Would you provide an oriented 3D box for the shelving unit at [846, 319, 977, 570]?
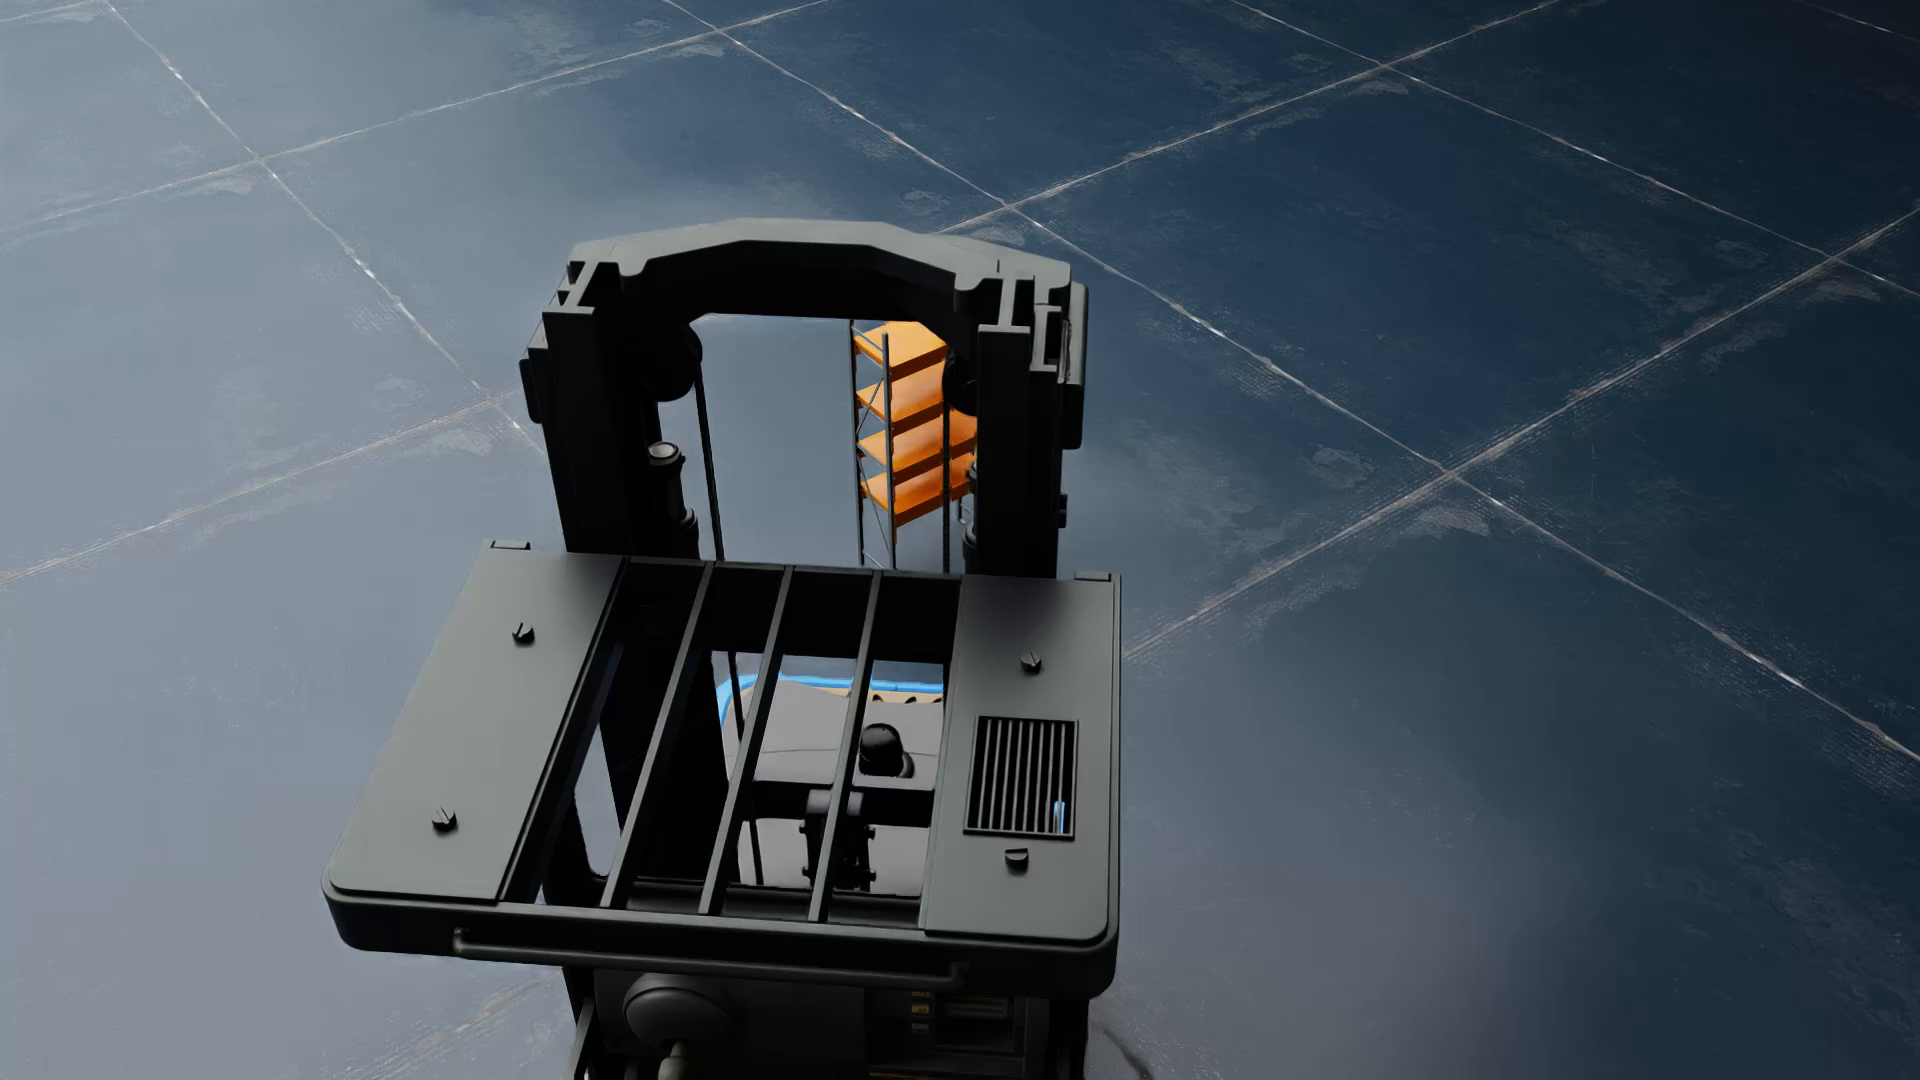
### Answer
[{"bbox_3d":[-0.131,-0.400,6.291,0.503,1.200,0.258,-26,46,-28],"label":"shelving unit"}]

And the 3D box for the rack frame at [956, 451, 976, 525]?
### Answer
[{"bbox_3d":[0.062,-0.494,6.406,0.015,1.200,0.240,-26,46,-28],"label":"rack frame"}]

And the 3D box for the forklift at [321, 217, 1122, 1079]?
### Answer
[{"bbox_3d":[-0.296,1.013,3.204,1.130,2.935,3.031,3,39,4],"label":"forklift"}]

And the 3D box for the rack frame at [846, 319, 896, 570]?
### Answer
[{"bbox_3d":[-0.325,-0.306,6.177,0.015,1.200,0.240,-26,46,-28],"label":"rack frame"}]

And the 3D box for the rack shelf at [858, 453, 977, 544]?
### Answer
[{"bbox_3d":[-0.131,-0.194,6.460,0.480,0.148,0.258,-26,46,-28],"label":"rack shelf"}]

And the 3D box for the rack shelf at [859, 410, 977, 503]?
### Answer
[{"bbox_3d":[-0.131,-0.348,6.334,0.480,0.148,0.258,-26,46,-28],"label":"rack shelf"}]

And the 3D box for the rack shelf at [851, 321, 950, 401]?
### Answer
[{"bbox_3d":[-0.131,-0.704,6.042,0.480,0.148,0.258,-26,46,-28],"label":"rack shelf"}]

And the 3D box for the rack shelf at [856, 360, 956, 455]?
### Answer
[{"bbox_3d":[-0.131,-0.521,6.192,0.480,0.148,0.258,-26,46,-28],"label":"rack shelf"}]
